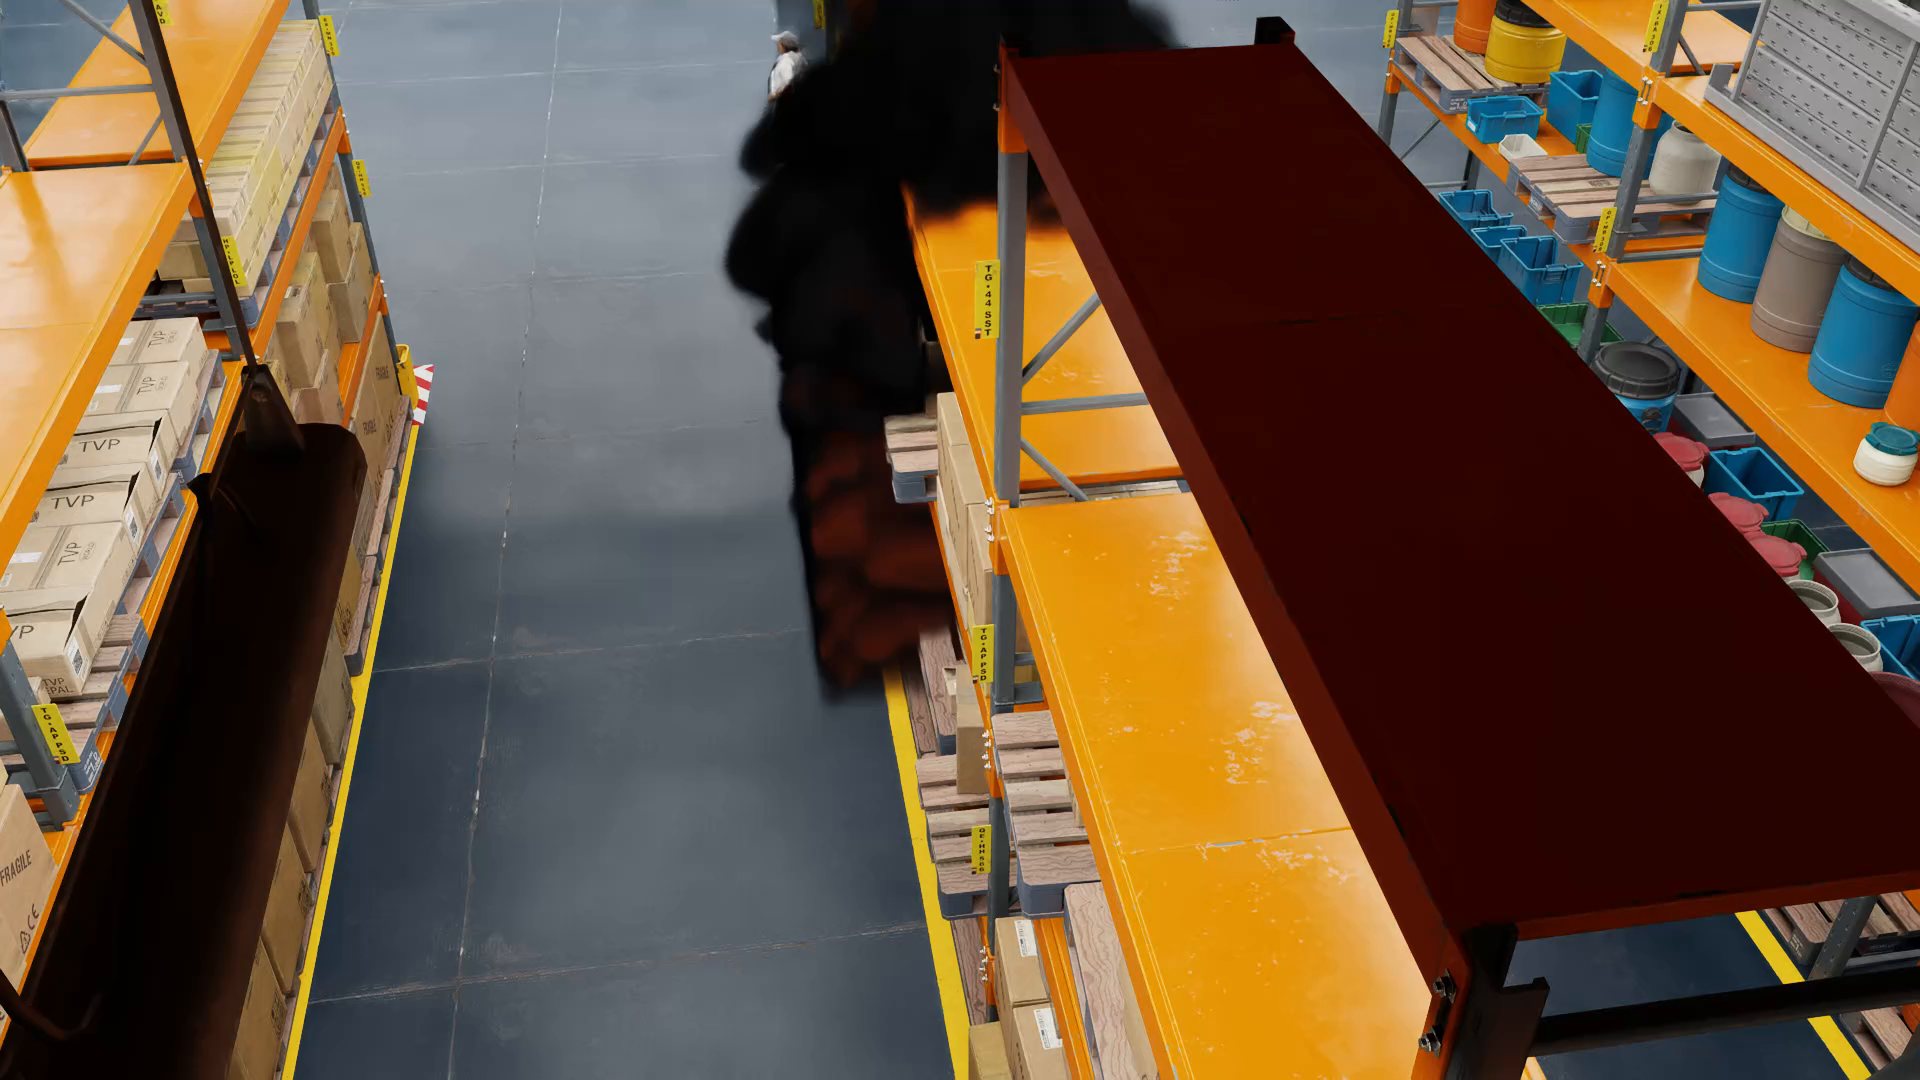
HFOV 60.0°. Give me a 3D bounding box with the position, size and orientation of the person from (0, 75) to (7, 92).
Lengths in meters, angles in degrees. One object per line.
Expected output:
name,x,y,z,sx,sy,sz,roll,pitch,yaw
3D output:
person,-12.256,-6.275,20.655,0.627,1.577,0.532,23,42,28

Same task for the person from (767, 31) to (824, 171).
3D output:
person,-1.879,-4.948,18.846,0.579,1.636,0.617,11,38,15
